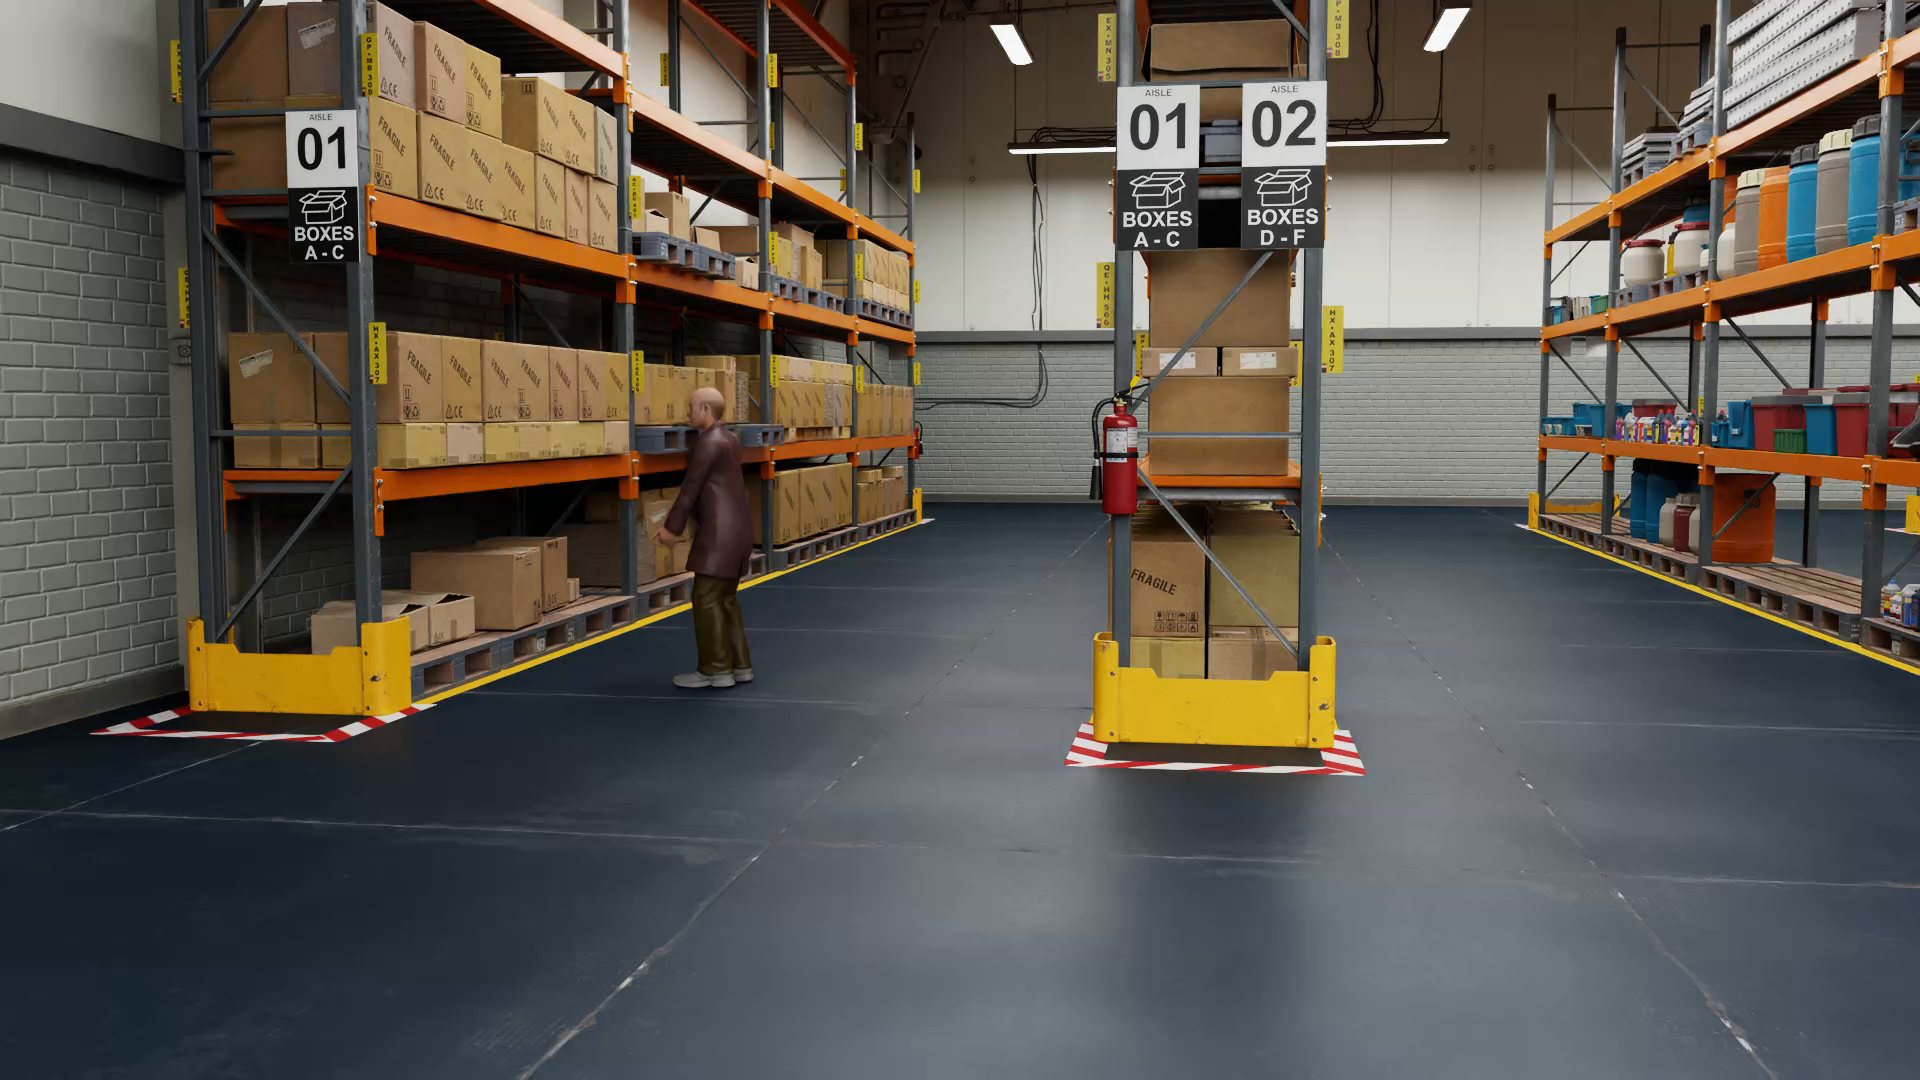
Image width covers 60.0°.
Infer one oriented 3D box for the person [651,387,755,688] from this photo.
[{"bbox_3d":[-1.520,-0.018,9.889,0.572,1.774,0.531,1,4,8],"label":"person"}]
